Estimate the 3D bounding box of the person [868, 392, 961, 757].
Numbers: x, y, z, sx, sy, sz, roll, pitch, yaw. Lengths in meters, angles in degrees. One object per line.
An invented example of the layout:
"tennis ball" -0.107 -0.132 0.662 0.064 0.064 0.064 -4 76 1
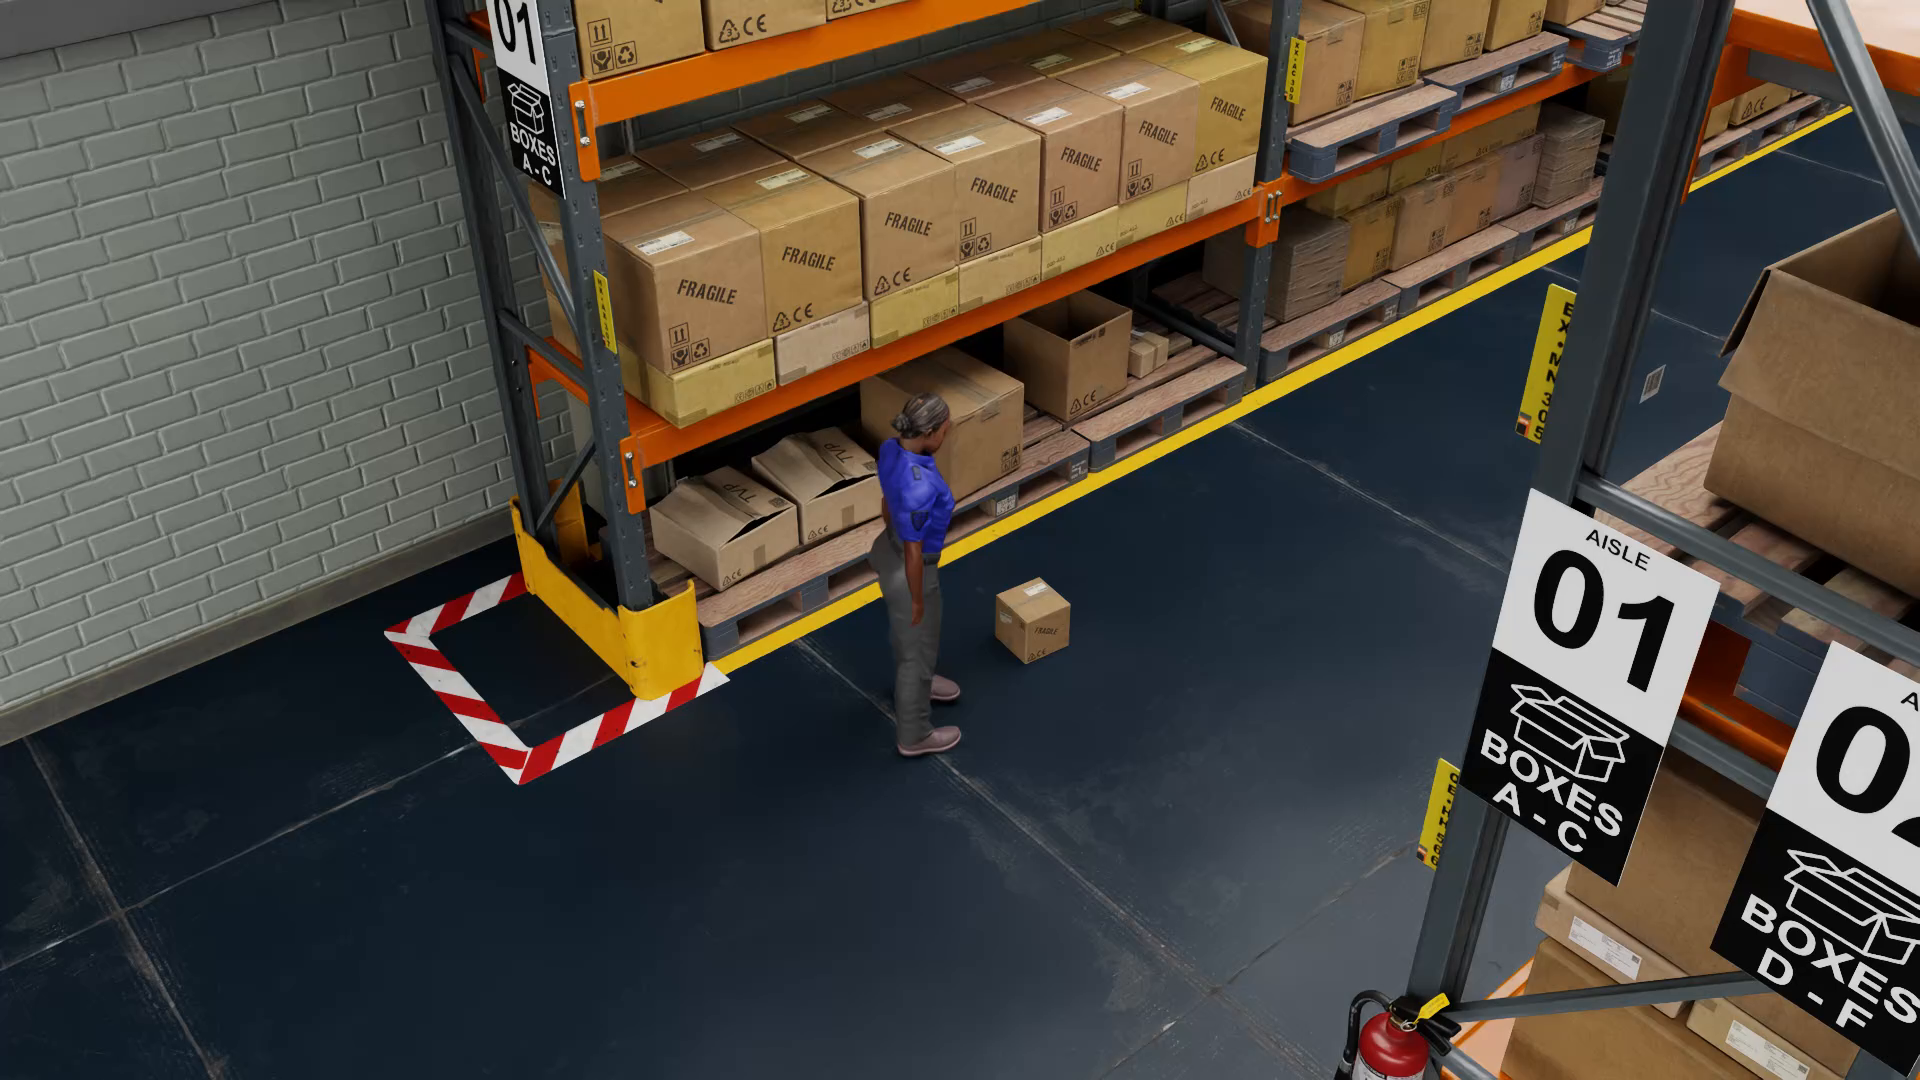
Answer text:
"person" -0.169 0.118 6.914 0.398 1.646 0.515 -11 37 -14
